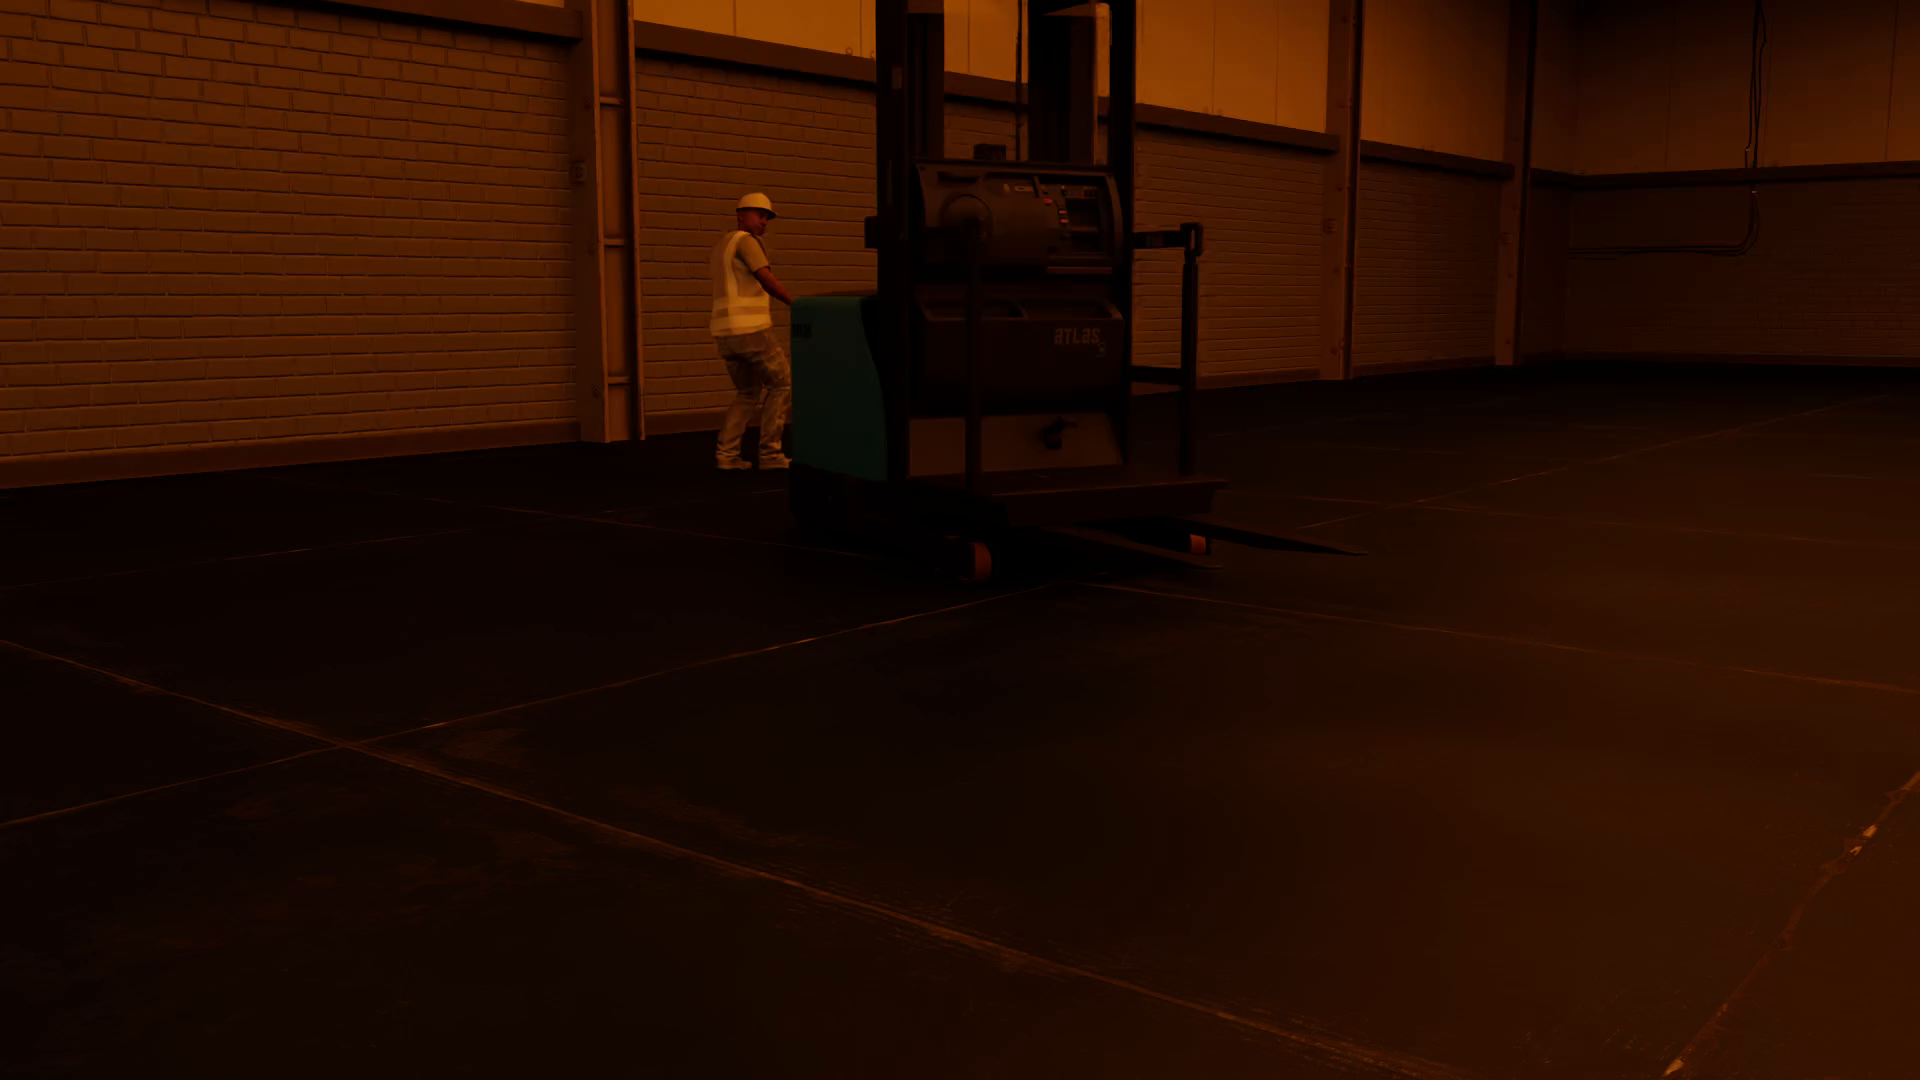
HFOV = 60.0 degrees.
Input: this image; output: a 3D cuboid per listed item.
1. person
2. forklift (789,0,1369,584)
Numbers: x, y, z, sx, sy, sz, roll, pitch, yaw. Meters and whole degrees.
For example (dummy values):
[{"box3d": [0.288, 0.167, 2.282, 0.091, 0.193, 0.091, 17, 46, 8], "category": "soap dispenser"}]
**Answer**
[{"box3d": [-1.267, -1.273, 10.288, 0.592, 1.723, 0.808, -7, 11, -38], "category": "person"}, {"box3d": [0.354, -1.357, 6.555, 1.130, 2.935, 3.031, -5, 9, -28], "category": "forklift"}]
